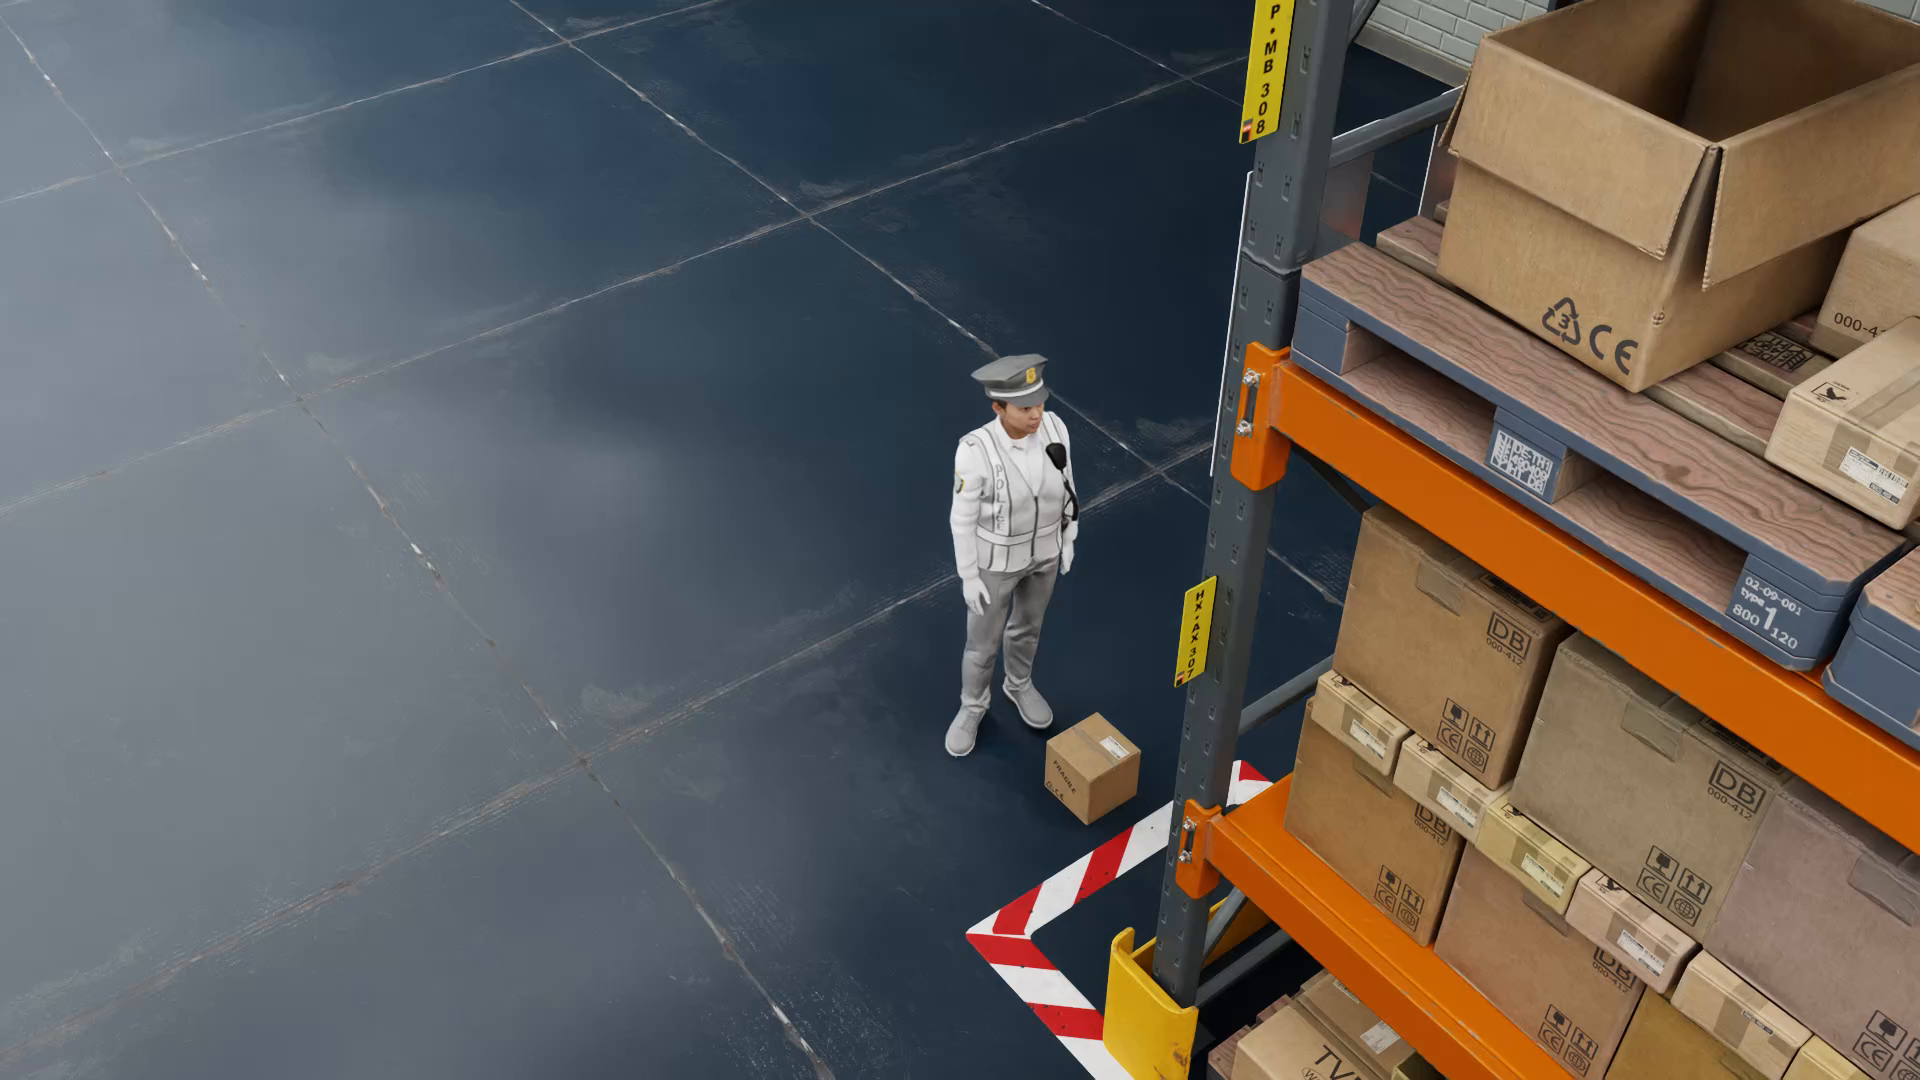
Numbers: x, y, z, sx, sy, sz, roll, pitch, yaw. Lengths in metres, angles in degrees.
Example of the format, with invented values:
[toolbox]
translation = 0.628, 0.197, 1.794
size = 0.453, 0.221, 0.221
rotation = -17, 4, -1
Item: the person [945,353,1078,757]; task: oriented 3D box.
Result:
[person]
translation = 0.179, 0.063, 6.053
size = 0.574, 1.719, 0.344
rotation = -20, 45, -22
